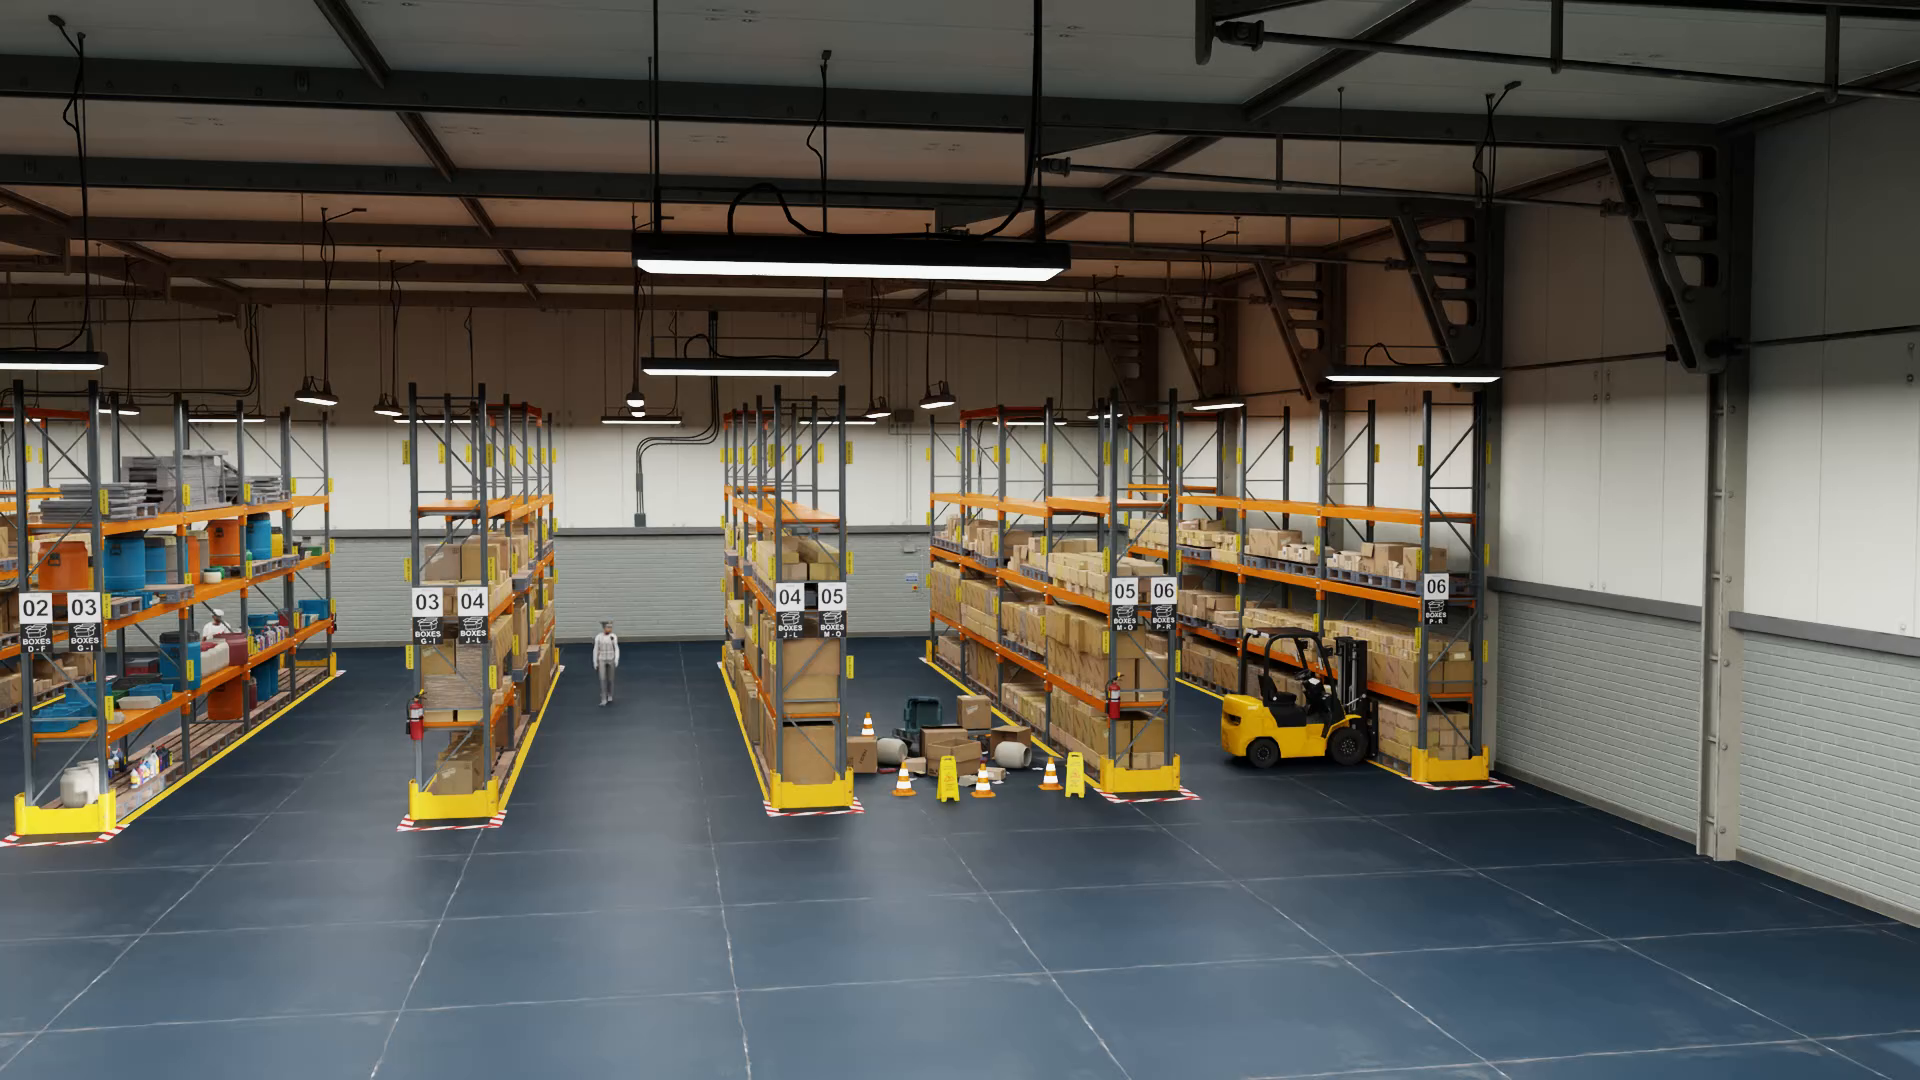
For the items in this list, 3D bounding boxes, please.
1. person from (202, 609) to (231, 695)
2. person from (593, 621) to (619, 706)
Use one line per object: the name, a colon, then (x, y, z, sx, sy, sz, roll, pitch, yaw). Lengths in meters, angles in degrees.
person: (-15.709, 2.361, 35.118, 0.600, 1.767, 0.766, -1, 3, -19)
person: (-7.129, 2.482, 33.622, 0.516, 1.672, 0.717, -1, 3, -20)
